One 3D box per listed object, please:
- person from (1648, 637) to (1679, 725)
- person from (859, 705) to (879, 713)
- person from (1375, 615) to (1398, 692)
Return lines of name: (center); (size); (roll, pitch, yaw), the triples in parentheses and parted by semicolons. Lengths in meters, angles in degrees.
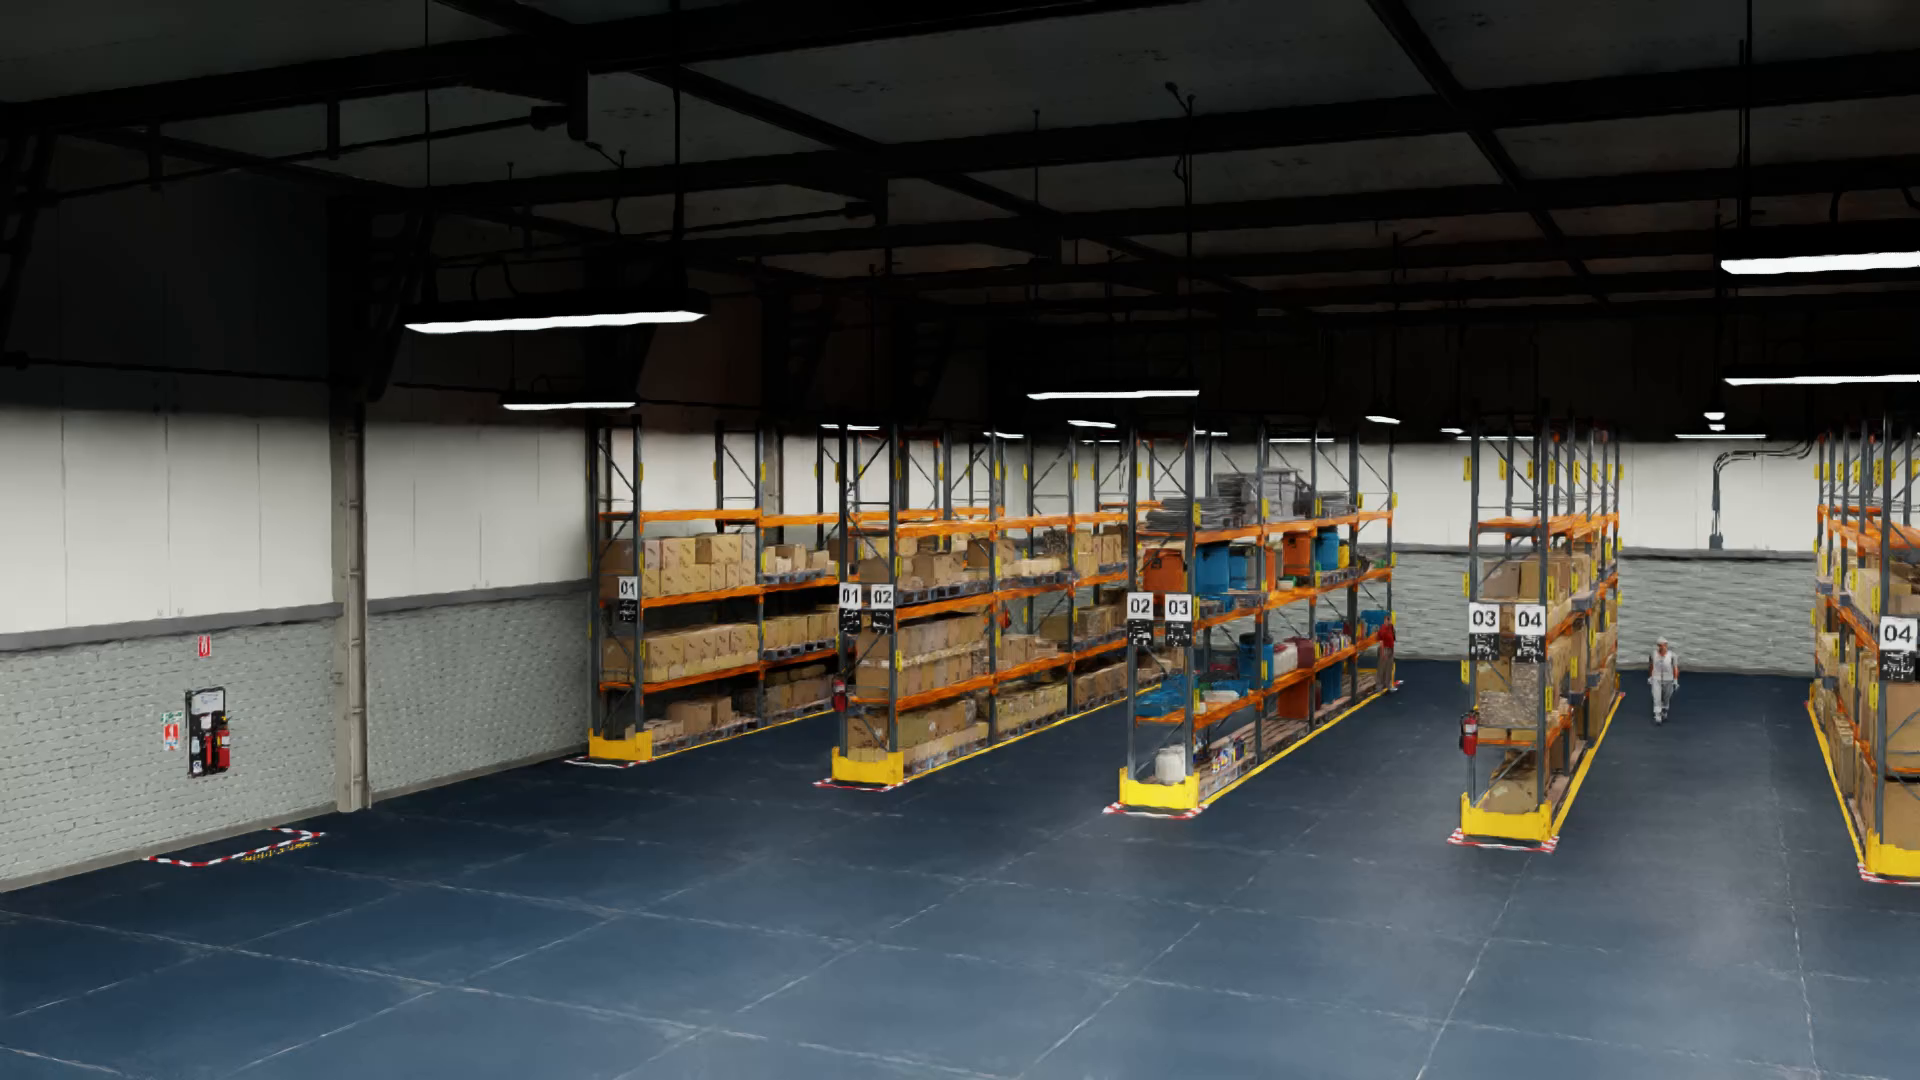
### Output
person: (13.937, 2.778, 32.957); (0.567, 1.735, 1.043); (1, 3, 23)
person: (-1.639, 2.925, 30.739); (0.445, 1.591, 1.110); (1, 3, 22)
person: (9.704, 2.569, 37.823); (0.407, 1.736, 0.638); (2, 3, 37)
